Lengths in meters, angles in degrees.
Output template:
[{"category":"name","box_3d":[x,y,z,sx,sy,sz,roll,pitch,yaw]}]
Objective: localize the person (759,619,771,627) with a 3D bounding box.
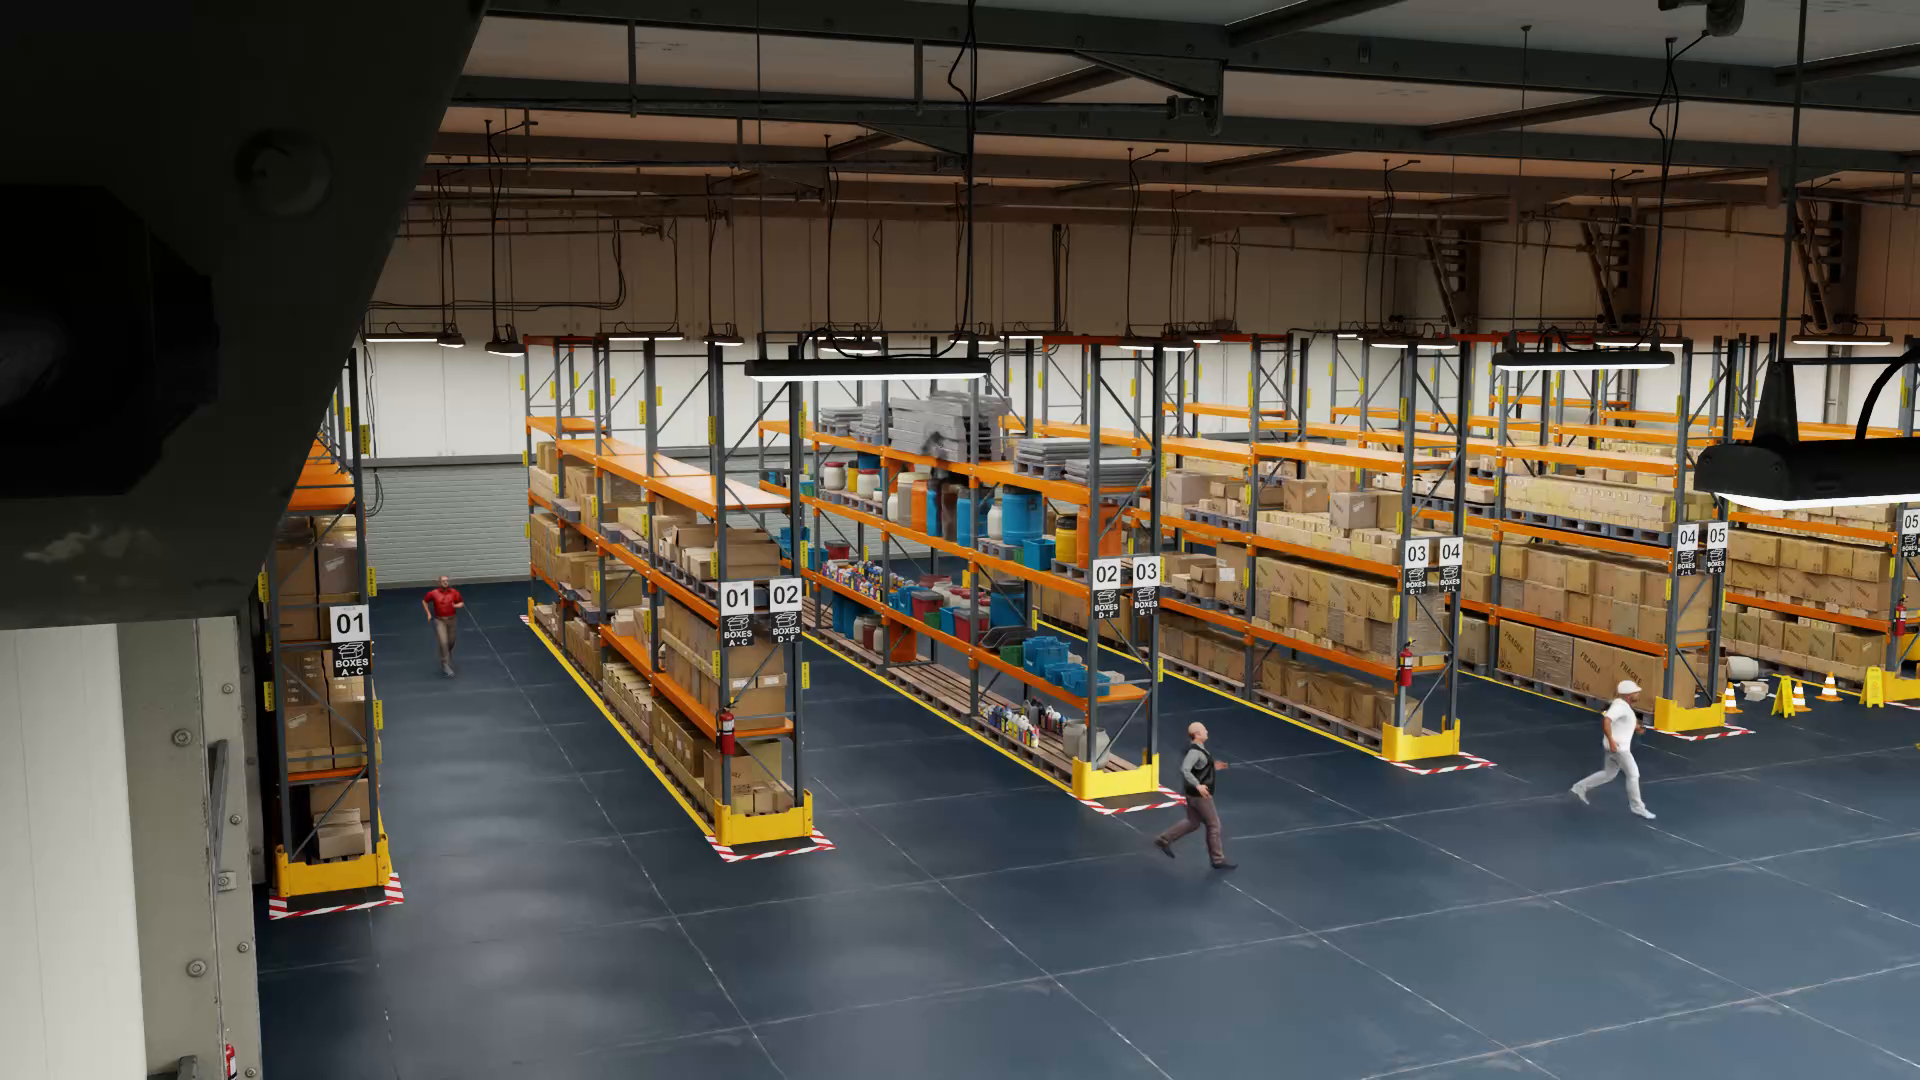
[{"category":"person","box_3d":[-3.312,1.521,28.079,0.569,1.681,0.652,-5,9,-31]}]

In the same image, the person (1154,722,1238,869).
[{"category":"person","box_3d":[2.735,2.931,19.144,0.958,1.699,0.663,0,8,1]}]

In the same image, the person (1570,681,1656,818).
[{"category":"person","box_3d":[8.360,2.649,21.191,1.040,1.765,0.727,2,8,16]}]

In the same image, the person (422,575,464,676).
[{"category":"person","box_3d":[-9.234,1.496,29.845,0.654,1.743,0.957,-5,9,-35]}]
